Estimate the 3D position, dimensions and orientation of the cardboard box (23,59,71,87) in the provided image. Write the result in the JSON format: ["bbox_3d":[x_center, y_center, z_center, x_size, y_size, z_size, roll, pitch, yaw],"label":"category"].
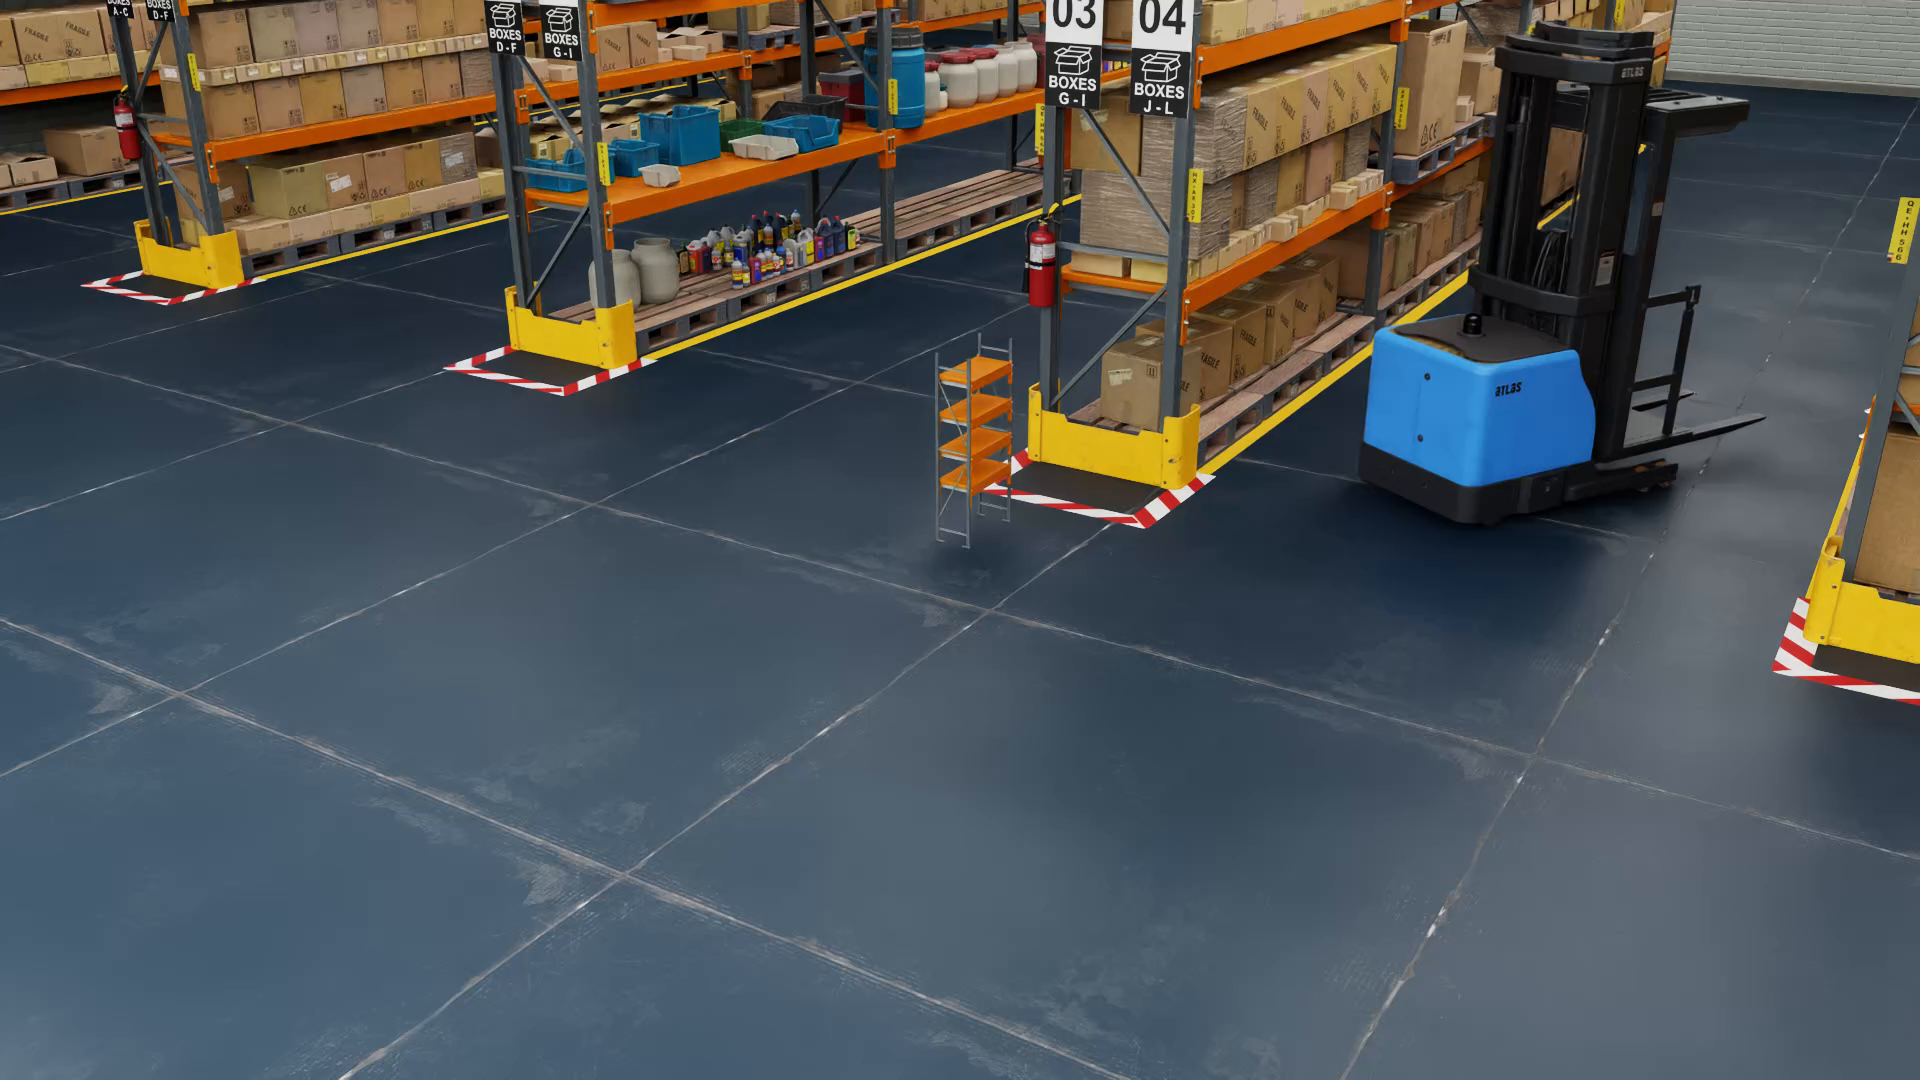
[{"bbox_3d":[-10.568,-5.355,19.008,0.500,0.250,0.500,13,27,28],"label":"cardboard box"}]

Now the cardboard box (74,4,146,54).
[{"bbox_3d":[-10.041,-6.041,19.648,0.500,0.500,0.500,13,27,27],"label":"cardboard box"}]

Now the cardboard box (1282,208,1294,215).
[{"bbox_3d":[2.239,-2.383,12.295,0.380,0.149,0.250,14,27,29],"label":"cardboard box"}]

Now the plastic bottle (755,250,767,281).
[{"bbox_3d":[-1.812,-2.504,15.138,0.097,0.271,0.097,0,23,0],"label":"plastic bottle"}]

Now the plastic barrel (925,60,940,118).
[{"bbox_3d":[-0.413,-4.581,16.885,0.433,0.535,0.433,0,23,0],"label":"plastic barrel"}]

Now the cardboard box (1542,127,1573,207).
[{"bbox_3d":[6.072,-4.299,18.551,1.225,0.875,0.875,14,27,29],"label":"cardboard box"}]

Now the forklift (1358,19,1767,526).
[{"bbox_3d":[4.190,-1.835,10.800,3.031,2.935,1.130,-12,26,-26],"label":"forklift"}]

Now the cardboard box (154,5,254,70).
[{"bbox_3d":[-7.135,-4.745,15.676,0.700,0.500,0.500,14,27,29],"label":"cardboard box"}]

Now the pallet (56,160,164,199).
[{"bbox_3d":[-10.488,-4.391,20.127,1.003,0.211,1.213,14,27,29],"label":"pallet"}]

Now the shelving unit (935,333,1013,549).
[{"bbox_3d":[0.087,-0.606,10.141,0.258,1.200,0.503,14,27,29],"label":"shelving unit"}]

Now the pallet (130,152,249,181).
[{"bbox_3d":[-9.845,-4.804,21.082,1.003,0.211,1.213,14,27,29],"label":"pallet"}]

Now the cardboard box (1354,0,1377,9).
[{"bbox_3d":[2.801,-4.129,12.425,0.500,0.250,0.500,15,27,30],"label":"cardboard box"}]

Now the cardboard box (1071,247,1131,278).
[{"bbox_3d":[0.969,-1.878,11.128,0.380,0.149,0.250,14,27,29],"label":"cardboard box"}]

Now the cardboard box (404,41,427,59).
[{"bbox_3d":[-5.810,-5.145,17.416,0.380,0.149,0.250,14,27,29],"label":"cardboard box"}]

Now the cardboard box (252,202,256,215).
[{"bbox_3d":[-7.135,-3.276,16.974,0.500,0.250,0.500,14,27,29],"label":"cardboard box"}]

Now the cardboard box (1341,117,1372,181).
[{"bbox_3d":[2.814,-3.247,13.475,0.875,0.500,0.500,14,27,29],"label":"cardboard box"}]

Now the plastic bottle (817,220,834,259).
[{"bbox_3d":[-1.300,-2.885,15.920,0.144,0.351,0.185,12,26,26],"label":"plastic bottle"}]

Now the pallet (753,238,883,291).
[{"bbox_3d":[-1.494,-2.744,16.323,1.003,0.211,1.213,14,27,29],"label":"pallet"}]

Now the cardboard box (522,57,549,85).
[{"bbox_3d":[-5.088,-5.387,19.108,0.500,0.250,0.500,16,28,32],"label":"cardboard box"}]

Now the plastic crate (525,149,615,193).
[{"bbox_3d":[-3.204,-3.055,13.719,0.499,0.251,0.616,14,27,29],"label":"plastic crate"}]

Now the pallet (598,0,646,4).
[{"bbox_3d":[-2.695,-4.440,13.193,1.003,0.211,1.213,14,27,29],"label":"pallet"}]

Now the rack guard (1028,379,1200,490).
[{"bbox_3d":[1.034,-0.732,11.312,1.175,0.500,0.348,14,27,29],"label":"rack guard"}]

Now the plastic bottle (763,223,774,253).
[{"bbox_3d":[-1.856,-2.932,16.127,0.097,0.271,0.097,0,23,0],"label":"plastic bottle"}]

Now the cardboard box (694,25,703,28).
[{"bbox_3d":[-4.484,-8.669,28.302,0.380,0.149,0.250,15,28,31],"label":"cardboard box"}]

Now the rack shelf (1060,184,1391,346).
[{"bbox_3d":[2.049,-2.199,12.459,1.077,0.370,4.000,14,27,29],"label":"rack shelf"}]

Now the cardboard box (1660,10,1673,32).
[{"bbox_3d":[9.403,-7.102,22.695,0.500,0.250,0.500,13,27,28],"label":"cardboard box"}]

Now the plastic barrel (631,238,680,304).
[{"bbox_3d":[-2.668,-2.350,14.506,0.421,0.512,0.421,0,23,0],"label":"plastic barrel"}]

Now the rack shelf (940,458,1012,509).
[{"bbox_3d":[0.087,-0.363,10.246,0.258,0.148,0.480,14,27,29],"label":"rack shelf"}]

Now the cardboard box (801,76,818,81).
[{"bbox_3d":[-1.906,-6.303,23.626,0.500,0.500,0.500,13,27,27],"label":"cardboard box"}]

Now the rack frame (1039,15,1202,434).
[{"bbox_3d":[0.994,-1.854,10.756,1.000,3.000,0.127,14,27,29],"label":"rack frame"}]

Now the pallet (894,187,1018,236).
[{"bbox_3d":[-0.080,-3.649,18.412,1.003,0.211,1.213,14,27,29],"label":"pallet"}]

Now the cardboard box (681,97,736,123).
[{"bbox_3d":[-3.268,-5.591,21.616,0.500,0.311,0.500,15,27,30],"label":"cardboard box"}]

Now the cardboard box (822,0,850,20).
[{"bbox_3d":[-1.970,-7.610,23.400,0.700,0.500,0.500,7,24,16],"label":"cardboard box"}]

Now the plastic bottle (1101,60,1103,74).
[{"bbox_3d":[1.644,-5.645,19.764,0.097,0.201,0.097,0,23,0],"label":"plastic bottle"}]

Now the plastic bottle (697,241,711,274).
[{"bbox_3d":[-2.371,-2.616,15.382,0.061,0.283,0.133,14,27,29],"label":"plastic bottle"}]

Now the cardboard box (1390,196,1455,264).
[{"bbox_3d":[4.302,-2.996,15.987,0.700,0.500,0.500,16,28,33],"label":"cardboard box"}]

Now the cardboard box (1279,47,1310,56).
[{"bbox_3d":[2.388,-3.577,12.979,0.500,0.500,0.500,14,27,29],"label":"cardboard box"}]

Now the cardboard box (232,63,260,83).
[{"bbox_3d":[-6.894,-4.451,15.815,0.380,0.149,0.250,13,27,28],"label":"cardboard box"}]

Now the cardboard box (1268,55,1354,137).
[{"bbox_3d":[2.573,-3.298,12.333,0.500,0.500,0.500,14,27,29],"label":"cardboard box"}]

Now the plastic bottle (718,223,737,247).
[{"bbox_3d":[-2.206,-2.835,15.804,0.144,0.351,0.185,14,27,29],"label":"plastic bottle"}]

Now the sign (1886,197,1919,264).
[{"bbox_3d":[4.700,-1.539,8.273,0.100,0.325,0.005,14,27,29],"label":"sign"}]

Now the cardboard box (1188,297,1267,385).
[{"bbox_3d":[1.970,-1.523,12.610,0.500,0.500,0.500,17,29,34],"label":"cardboard box"}]

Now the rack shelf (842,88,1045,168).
[{"bbox_3d":[-0.049,-4.587,17.975,1.077,0.370,4.000,14,27,29],"label":"rack shelf"}]

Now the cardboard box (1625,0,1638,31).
[{"bbox_3d":[8.060,-6.588,20.564,0.500,0.500,0.500,14,27,29],"label":"cardboard box"}]

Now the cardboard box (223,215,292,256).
[{"bbox_3d":[-6.949,-2.996,16.328,0.500,0.250,0.500,14,27,29],"label":"cardboard box"}]

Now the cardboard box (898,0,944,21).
[{"bbox_3d":[-0.590,-8.142,25.156,0.500,0.500,0.500,15,27,30],"label":"cardboard box"}]

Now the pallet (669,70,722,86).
[{"bbox_3d":[-4.833,-7.978,28.414,1.003,0.211,1.213,14,27,29],"label":"pallet"}]

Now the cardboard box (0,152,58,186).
[{"bbox_3d":[-10.889,-4.343,19.337,0.500,0.311,0.500,16,28,33],"label":"cardboard box"}]

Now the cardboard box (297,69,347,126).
[{"bbox_3d":[-6.624,-4.476,16.689,0.700,0.500,0.500,14,27,29],"label":"cardboard box"}]

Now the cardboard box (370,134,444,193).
[{"bbox_3d":[-5.904,-4.018,17.744,0.500,0.500,0.500,14,27,29],"label":"cardboard box"}]

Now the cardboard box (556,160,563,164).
[{"bbox_3d":[-4.887,-4.296,19.331,0.500,0.250,0.500,13,27,28],"label":"cardboard box"}]

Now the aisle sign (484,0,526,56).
[{"bbox_3d":[-3.505,-4.123,12.725,0.394,0.787,0.004,14,27,29],"label":"aisle sign"}]

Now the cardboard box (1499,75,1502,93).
[{"bbox_3d":[5.701,-4.707,17.221,0.500,0.500,0.500,15,27,30],"label":"cardboard box"}]

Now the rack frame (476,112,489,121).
[{"bbox_3d":[-7.411,-7.668,24.187,1.000,3.000,0.127,14,27,29],"label":"rack frame"}]
